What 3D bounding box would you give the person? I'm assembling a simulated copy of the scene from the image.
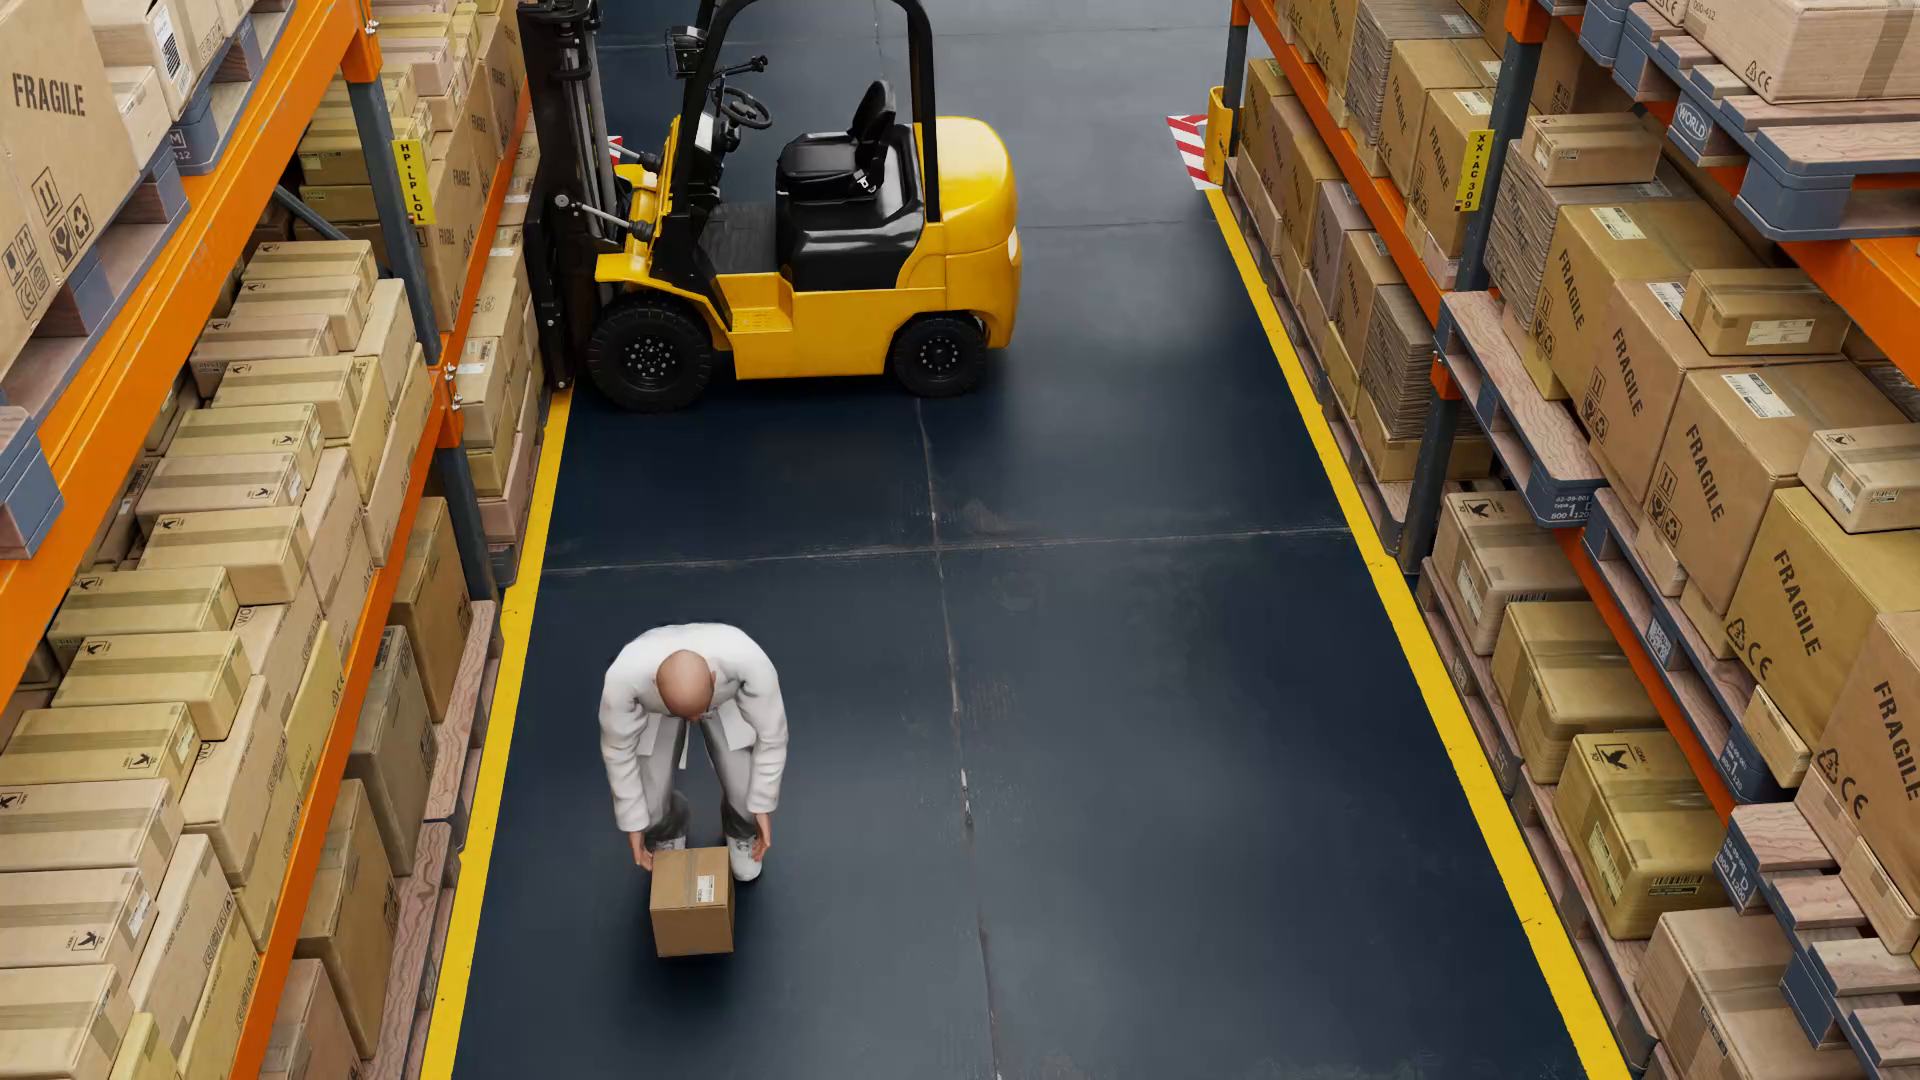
[{"bbox_3d":[-0.897,0.683,5.718,0.632,1.271,0.787,-3,39,-4],"label":"person"}]
